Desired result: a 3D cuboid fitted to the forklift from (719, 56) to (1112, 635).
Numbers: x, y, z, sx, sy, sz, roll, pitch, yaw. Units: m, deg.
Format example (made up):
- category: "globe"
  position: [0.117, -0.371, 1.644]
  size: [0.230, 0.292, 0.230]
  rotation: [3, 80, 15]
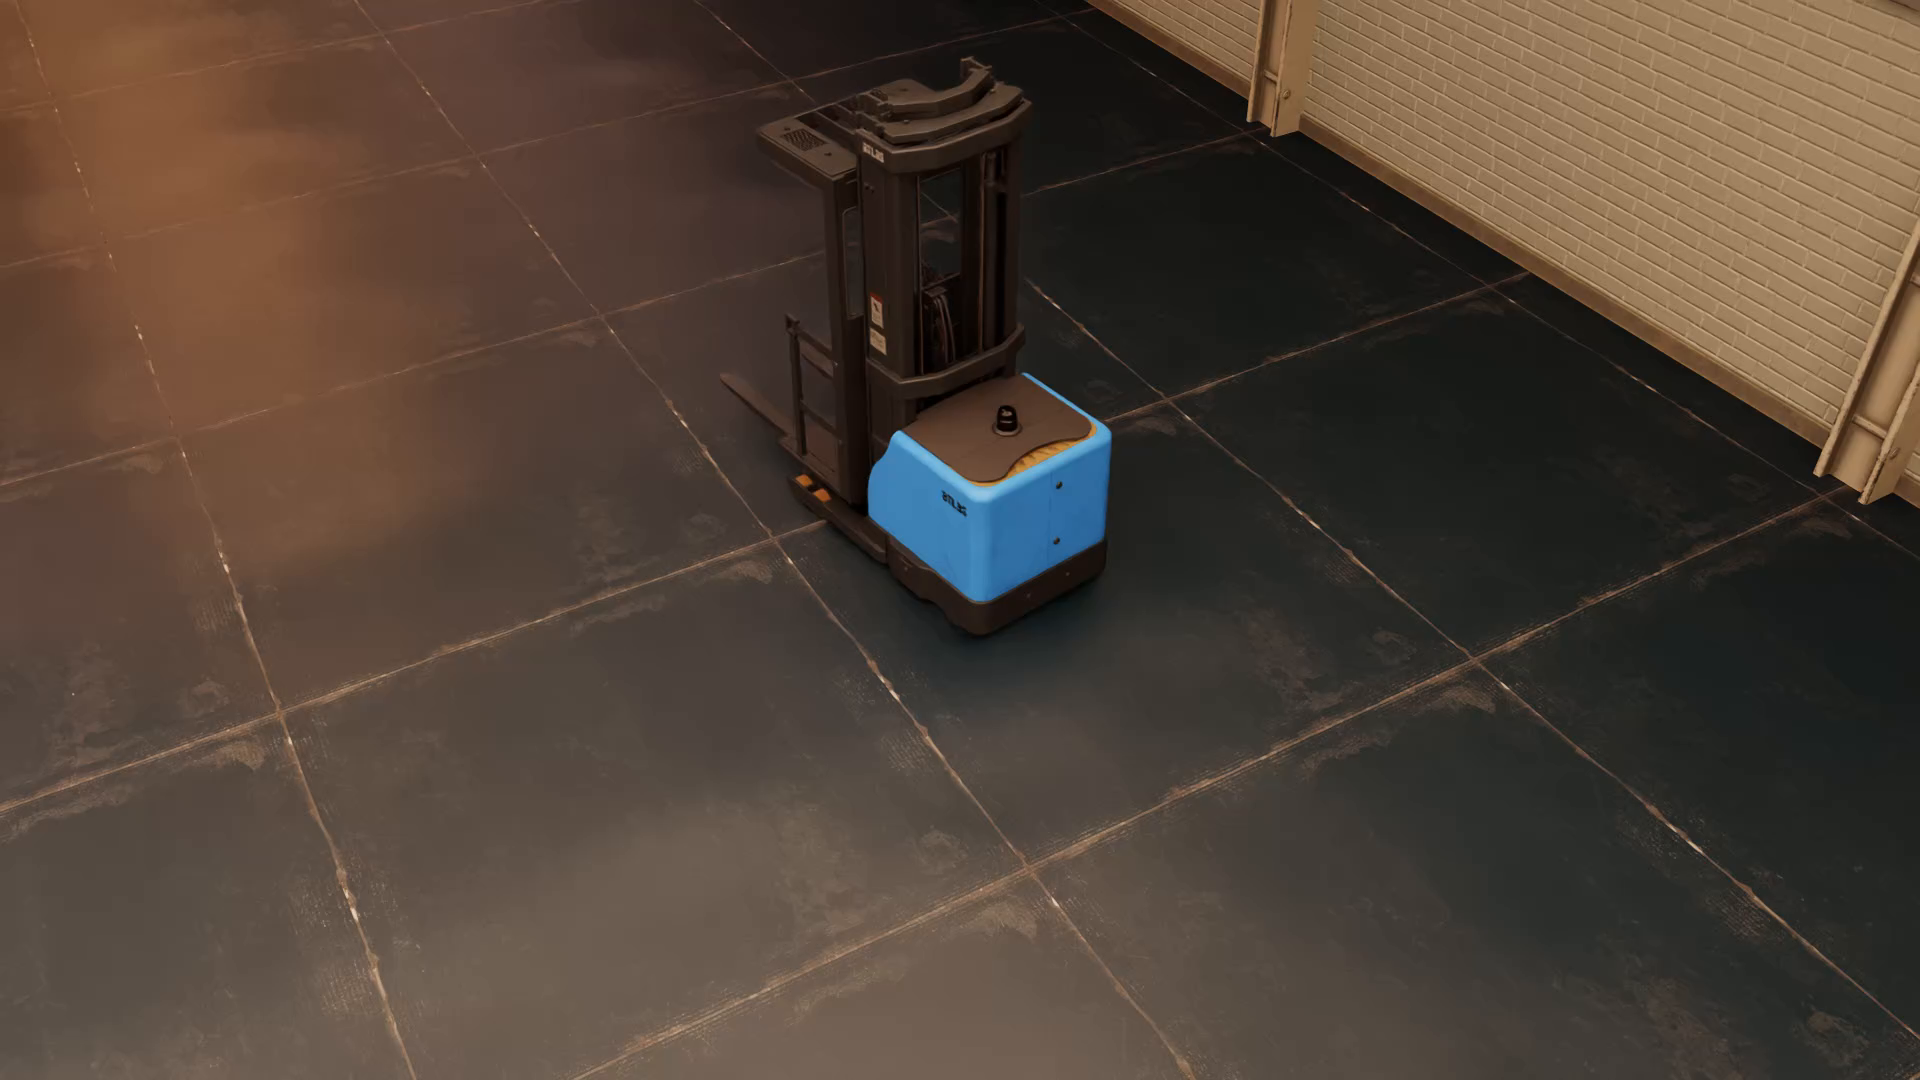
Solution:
- category: "forklift"
  position: [-0.438, -1.462, 9.799]
  size: [1.130, 2.935, 3.031]
  rotation: [-27, 47, -29]
